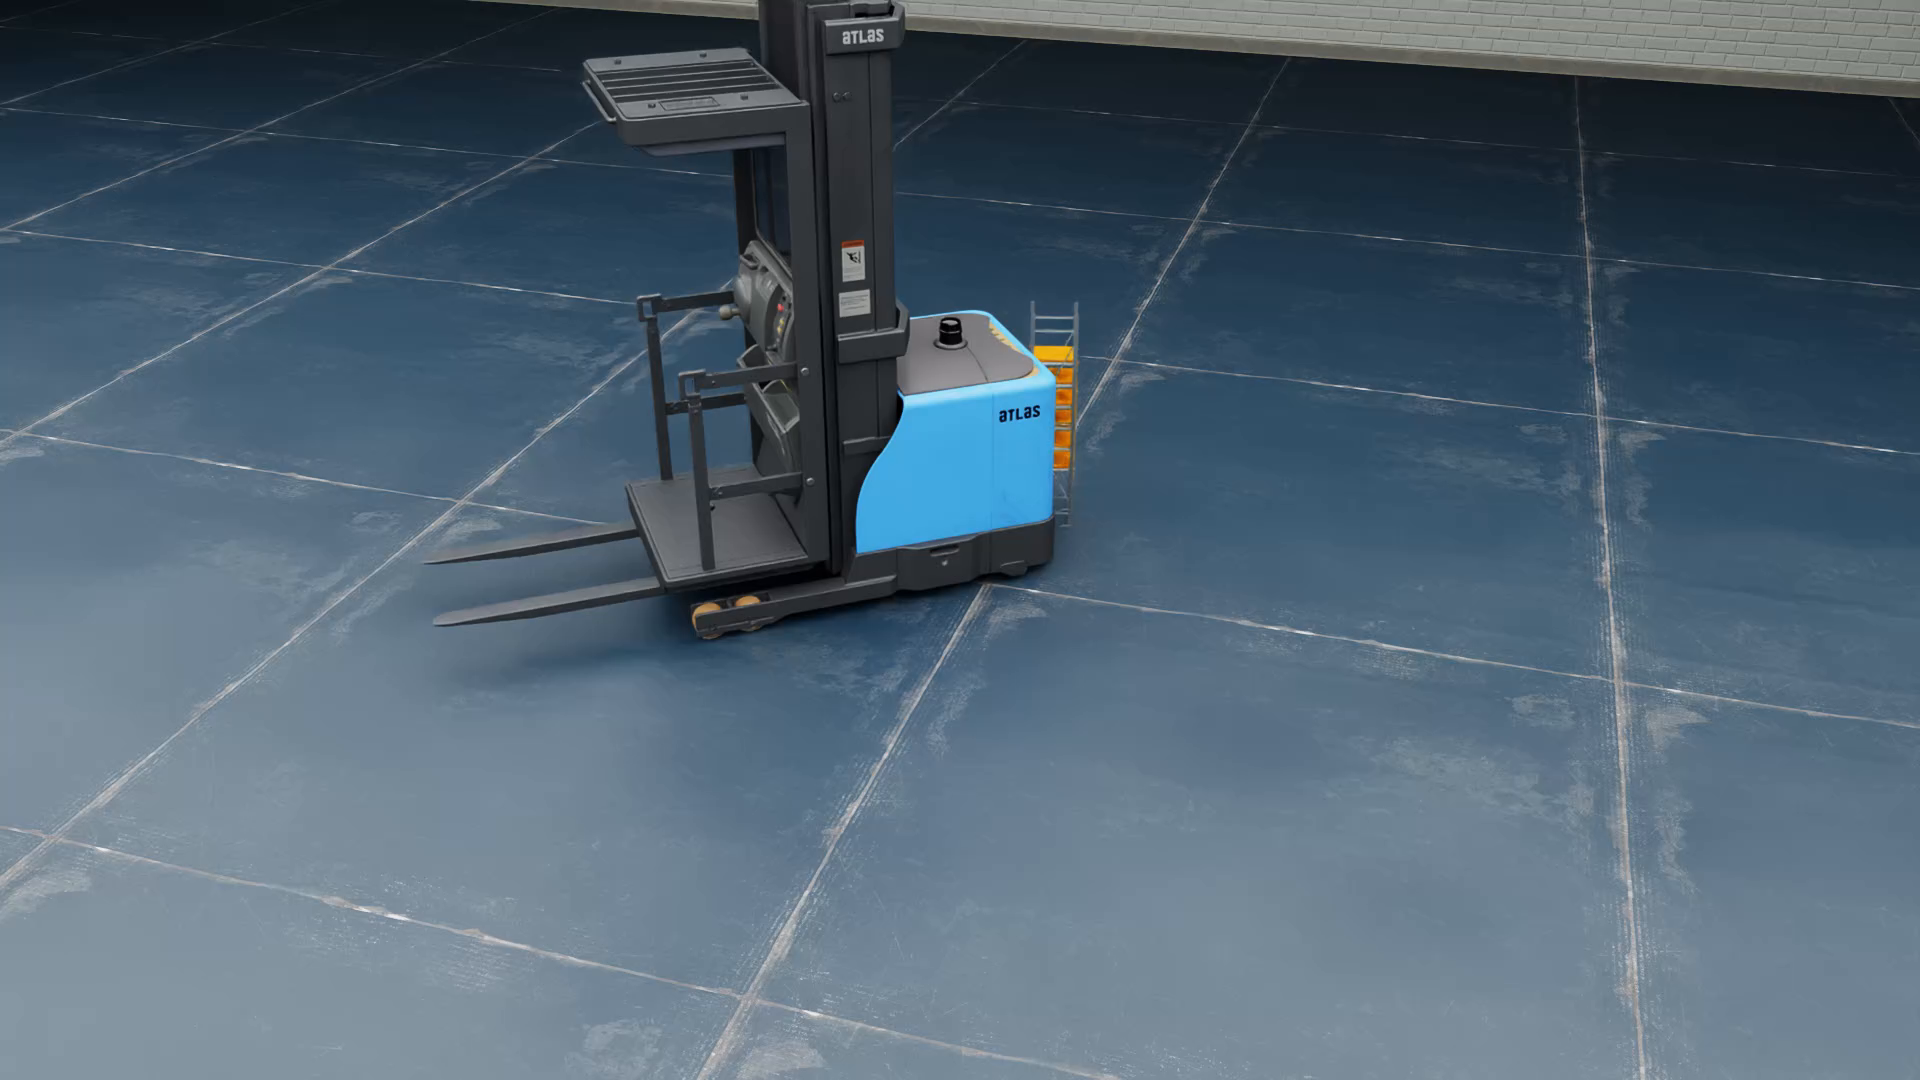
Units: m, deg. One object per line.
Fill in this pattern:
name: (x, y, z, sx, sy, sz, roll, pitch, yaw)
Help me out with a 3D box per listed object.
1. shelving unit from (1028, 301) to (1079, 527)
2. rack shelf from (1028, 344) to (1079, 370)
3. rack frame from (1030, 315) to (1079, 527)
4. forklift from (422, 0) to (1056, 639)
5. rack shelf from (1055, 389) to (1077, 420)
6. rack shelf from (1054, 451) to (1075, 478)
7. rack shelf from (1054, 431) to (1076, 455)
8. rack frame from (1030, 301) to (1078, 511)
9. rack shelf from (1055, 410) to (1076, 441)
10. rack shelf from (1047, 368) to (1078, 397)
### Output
shelving unit: (0.477, -0.643, 8.671, 0.258, 1.200, 0.189, 1, 29, 2)
rack shelf: (0.477, -0.919, 8.518, 0.258, 0.103, 0.180, 1, 29, 2)
rack frame: (0.473, -0.598, 8.592, 0.240, 1.200, 0.006, 1, 29, 2)
forklift: (-1.095, -1.101, 7.715, 3.031, 2.935, 1.130, -10, 31, -17)
rack shelf: (0.477, -0.709, 8.635, 0.258, 0.103, 0.180, 1, 29, 2)
rack shelf: (0.477, -0.394, 8.810, 0.258, 0.103, 0.180, 1, 29, 2)
rack shelf: (0.477, -0.499, 8.751, 0.258, 0.103, 0.180, 1, 29, 2)
rack frame: (0.480, -0.687, 8.751, 0.240, 1.200, 0.006, 1, 29, 2)
rack shelf: (0.477, -0.604, 8.693, 0.258, 0.103, 0.180, 1, 29, 2)
rack shelf: (0.477, -0.814, 8.576, 0.258, 0.103, 0.180, 1, 29, 2)
